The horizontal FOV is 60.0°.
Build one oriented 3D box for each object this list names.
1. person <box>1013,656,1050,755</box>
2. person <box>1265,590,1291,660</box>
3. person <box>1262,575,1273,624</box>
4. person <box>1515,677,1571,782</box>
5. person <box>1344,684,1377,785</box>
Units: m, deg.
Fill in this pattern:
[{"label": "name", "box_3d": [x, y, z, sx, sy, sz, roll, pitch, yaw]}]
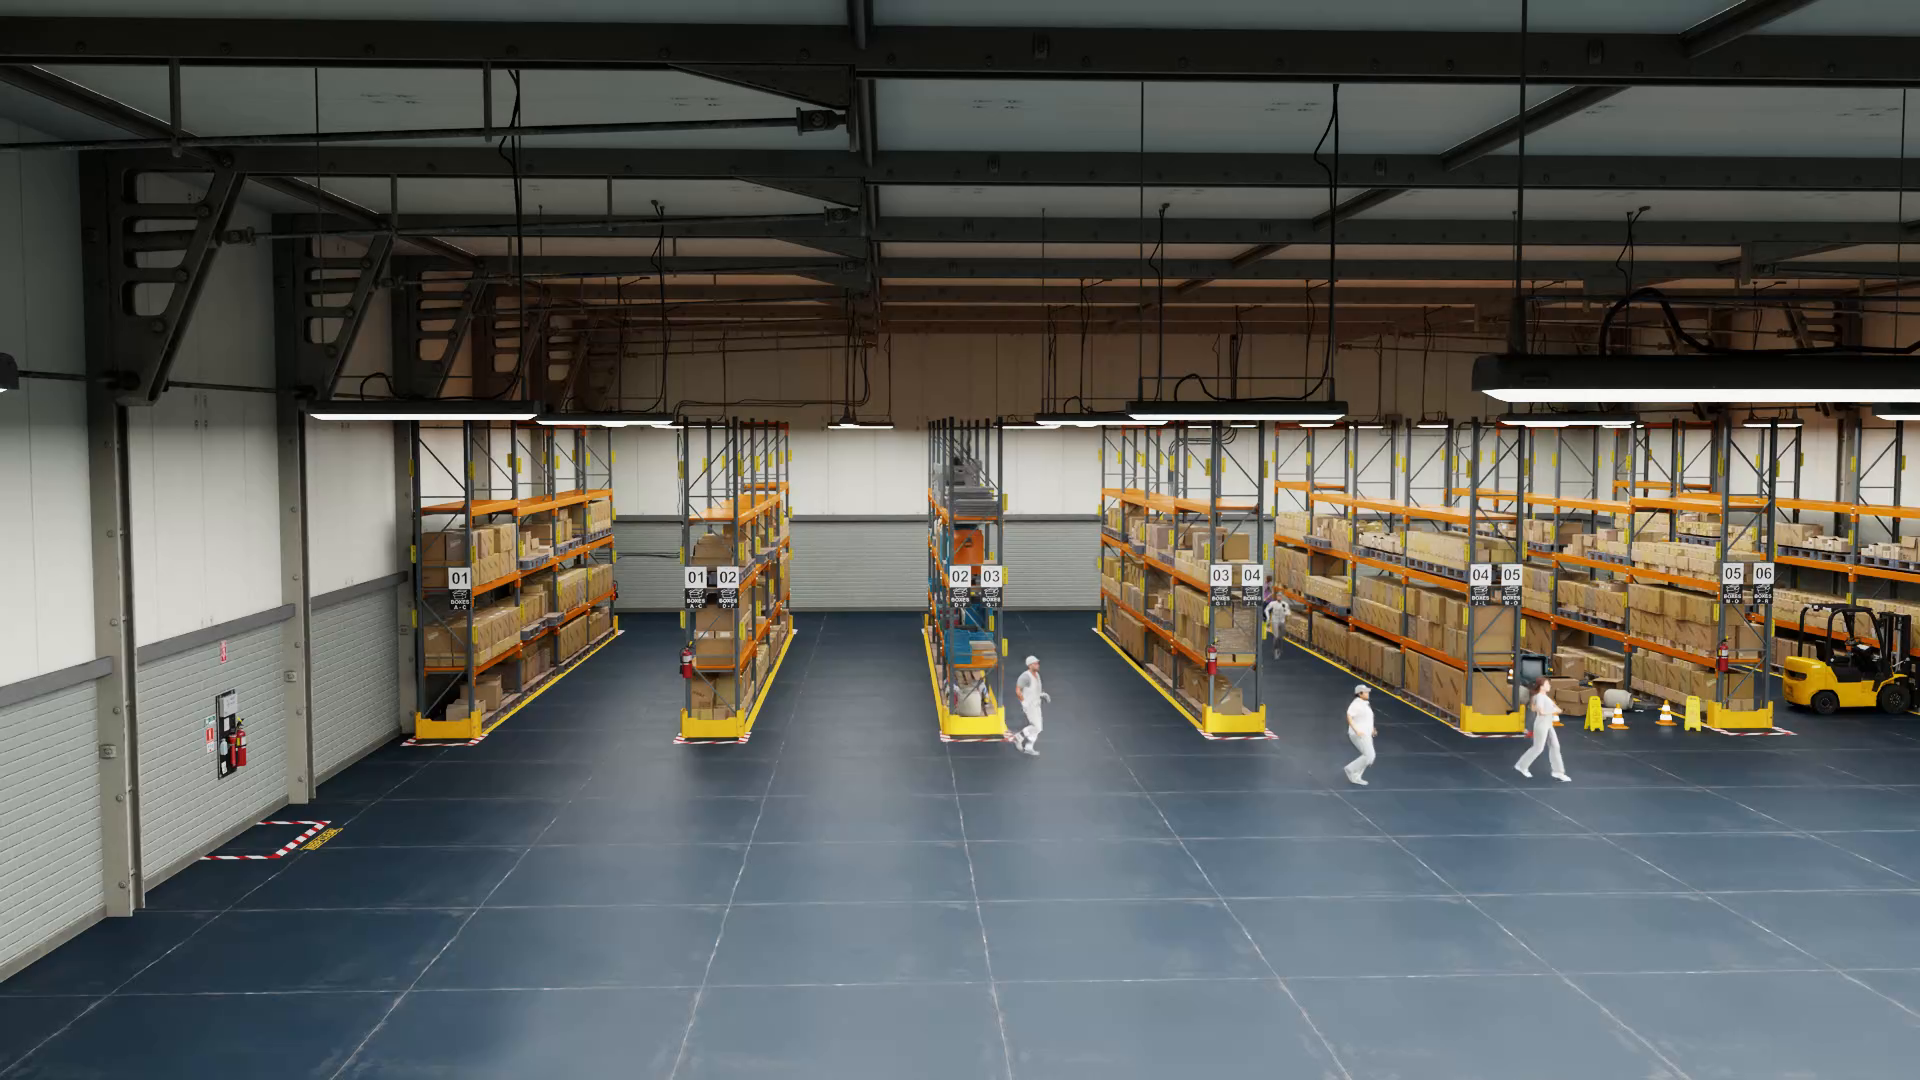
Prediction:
[{"label": "person", "box_3d": [1.267, 2.927, 29.473, 0.590, 1.752, 0.673, 2, 4, 27]}, {"label": "person", "box_3d": [8.045, 2.135, 42.022, 0.583, 1.750, 0.761, 0, 4, -4]}, {"label": "person", "box_3d": [8.988, 1.780, 49.061, 0.462, 1.523, 0.652, 0, 4, 1]}, {"label": "person", "box_3d": [9.542, 3.080, 27.190, 0.881, 1.682, 0.559, 2, 4, 33]}, {"label": "person", "box_3d": [6.500, 3.154, 26.933, 0.500, 1.632, 0.610, 2, 4, 26]}]
